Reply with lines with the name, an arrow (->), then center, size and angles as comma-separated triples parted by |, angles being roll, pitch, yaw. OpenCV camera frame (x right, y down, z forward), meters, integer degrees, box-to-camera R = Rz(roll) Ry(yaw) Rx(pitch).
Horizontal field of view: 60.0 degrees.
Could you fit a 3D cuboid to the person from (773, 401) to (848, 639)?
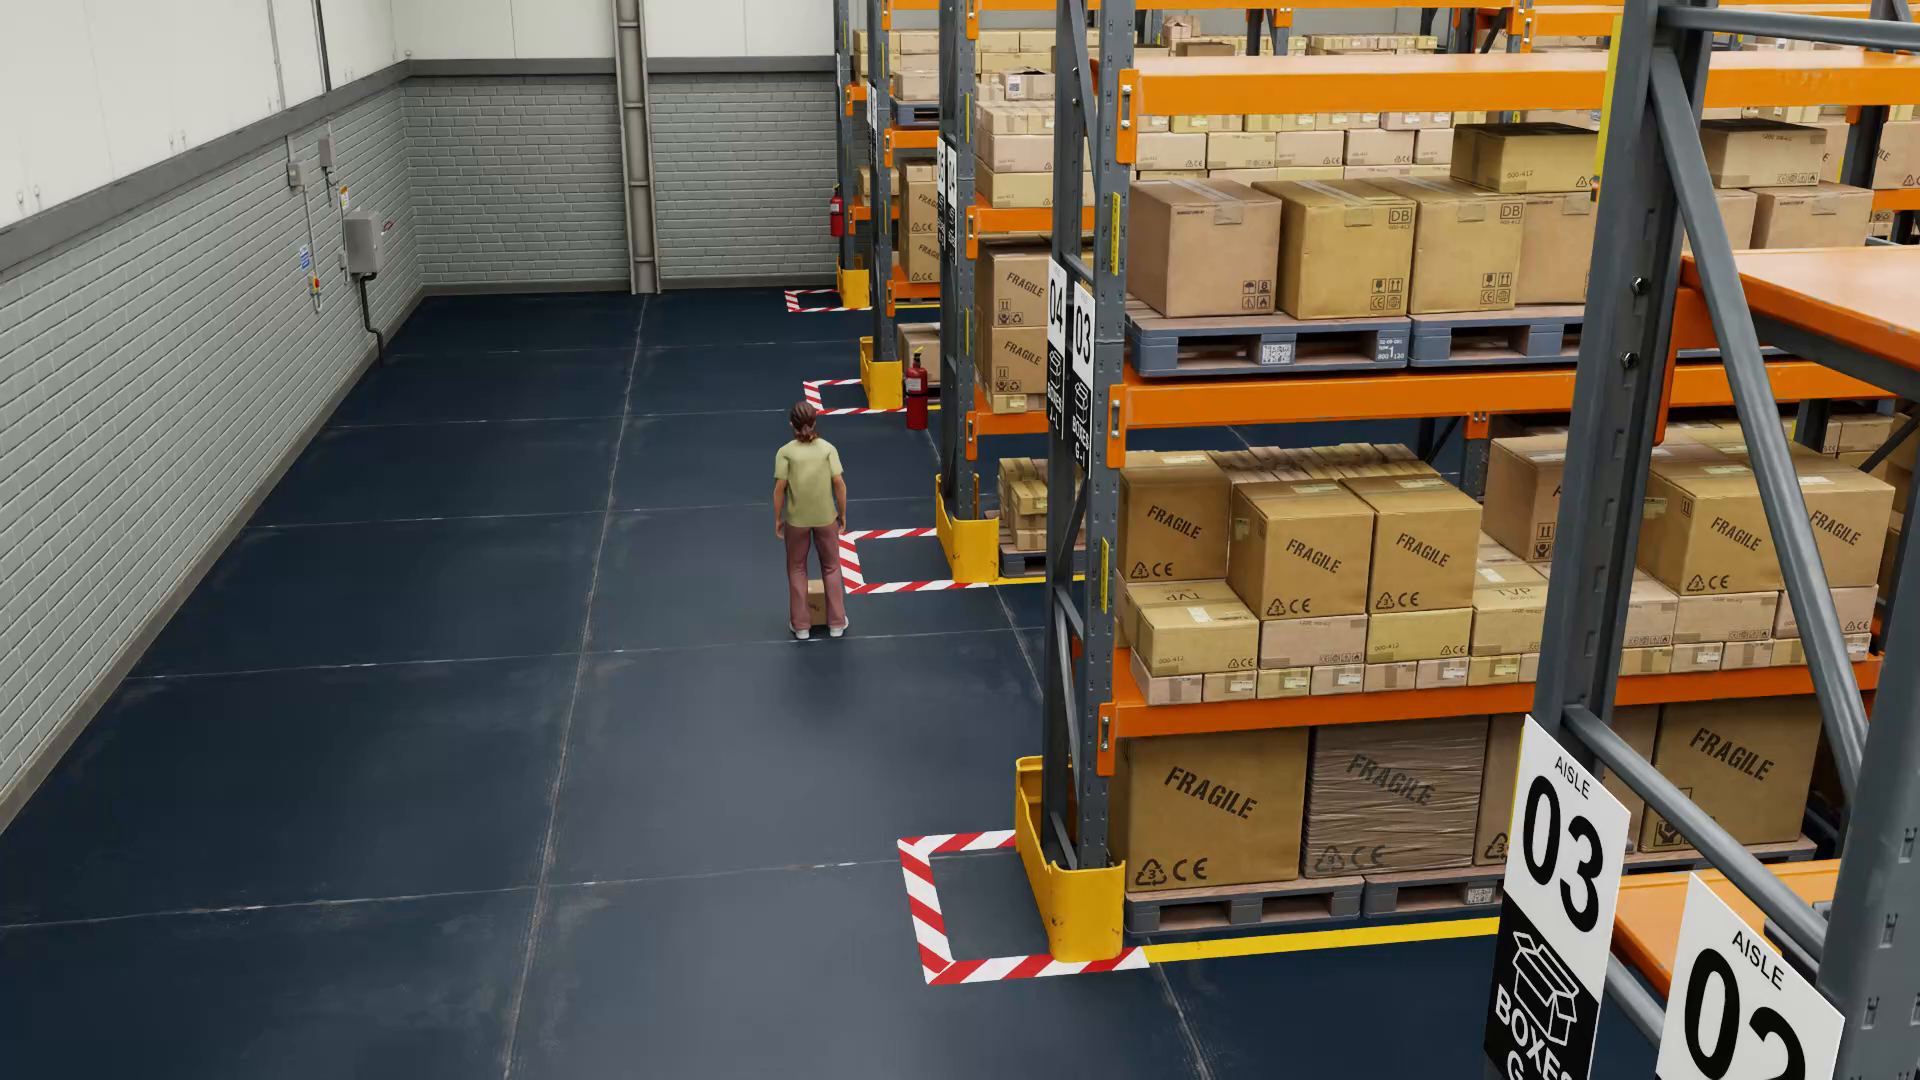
person -> -1.027, -0.133, 11.441 | 0.510, 1.671, 0.361 | -4, 20, -10
